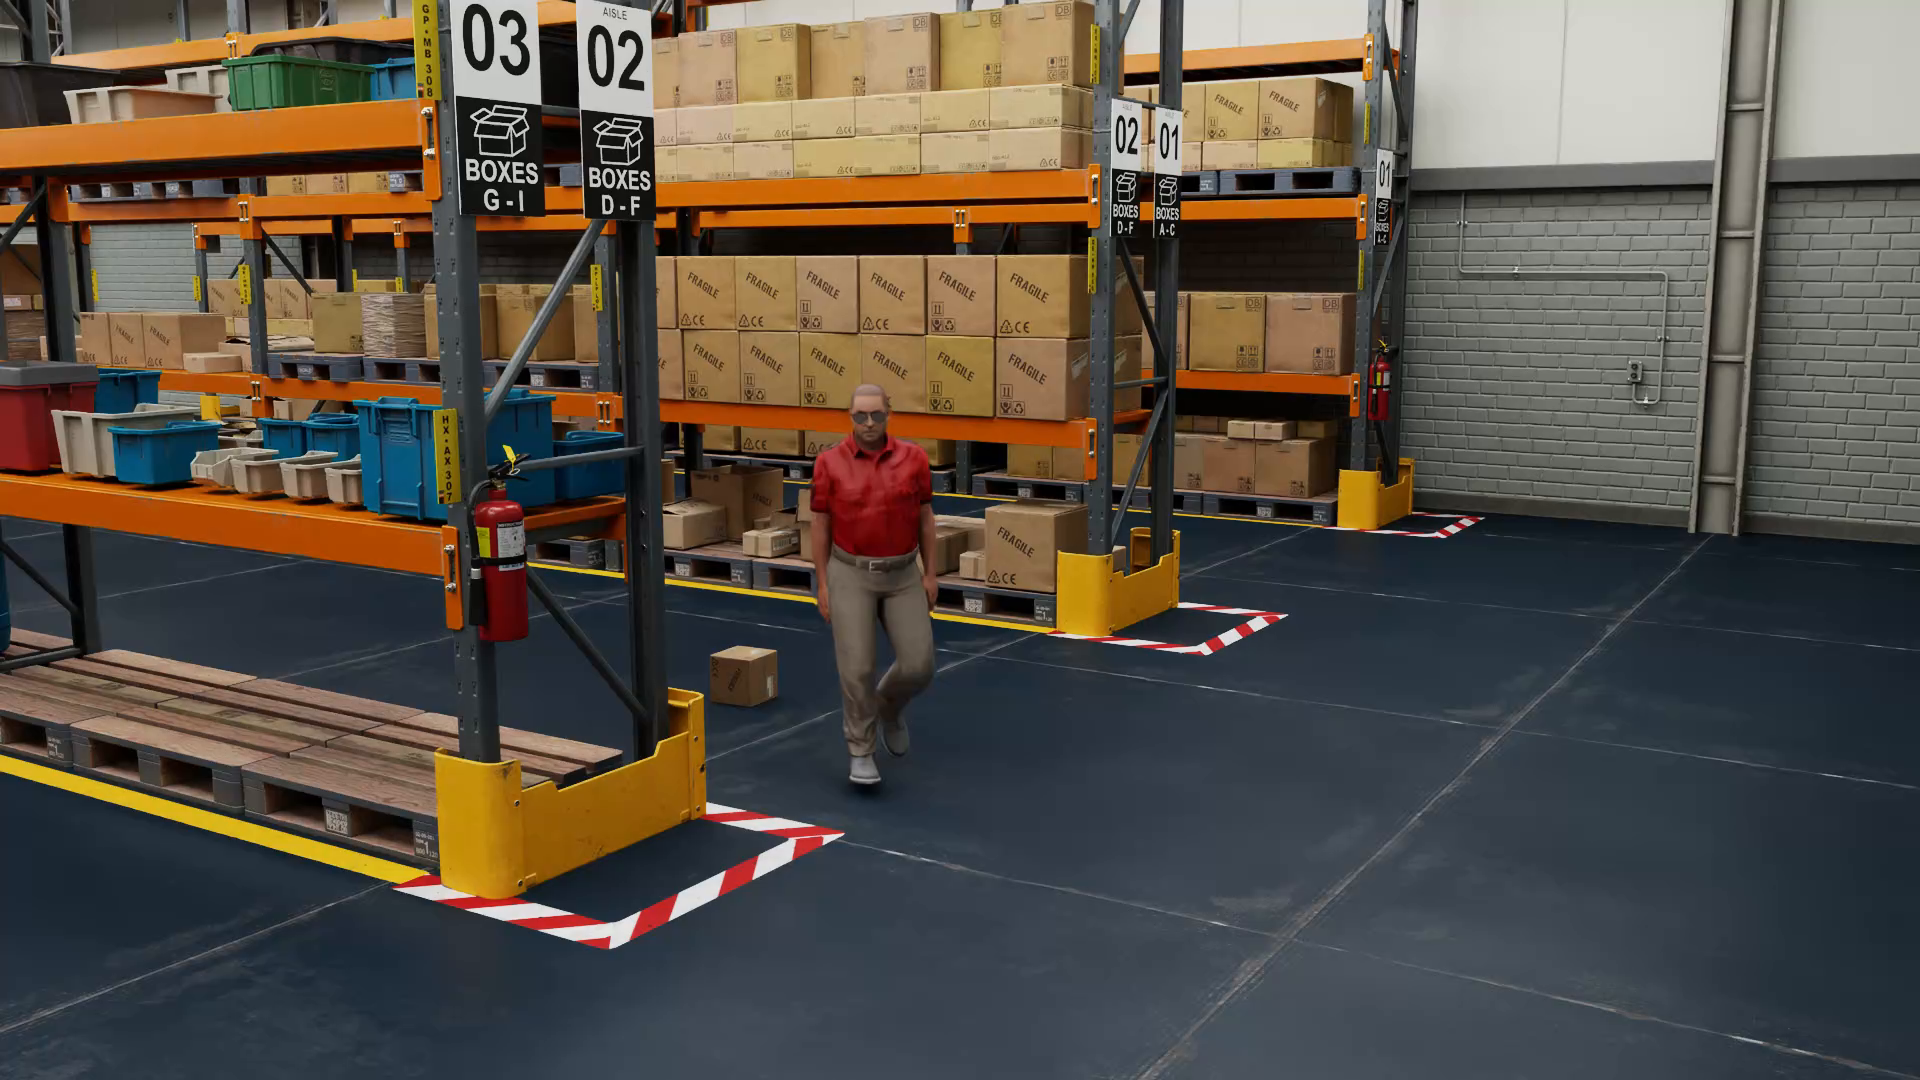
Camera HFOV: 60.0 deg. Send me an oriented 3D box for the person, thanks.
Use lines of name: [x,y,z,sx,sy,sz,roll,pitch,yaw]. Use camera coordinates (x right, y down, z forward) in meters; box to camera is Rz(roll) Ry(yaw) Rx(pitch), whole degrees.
person: [-0.367,0.172,7.222,0.562,1.713,0.536,-2,10,-13]
